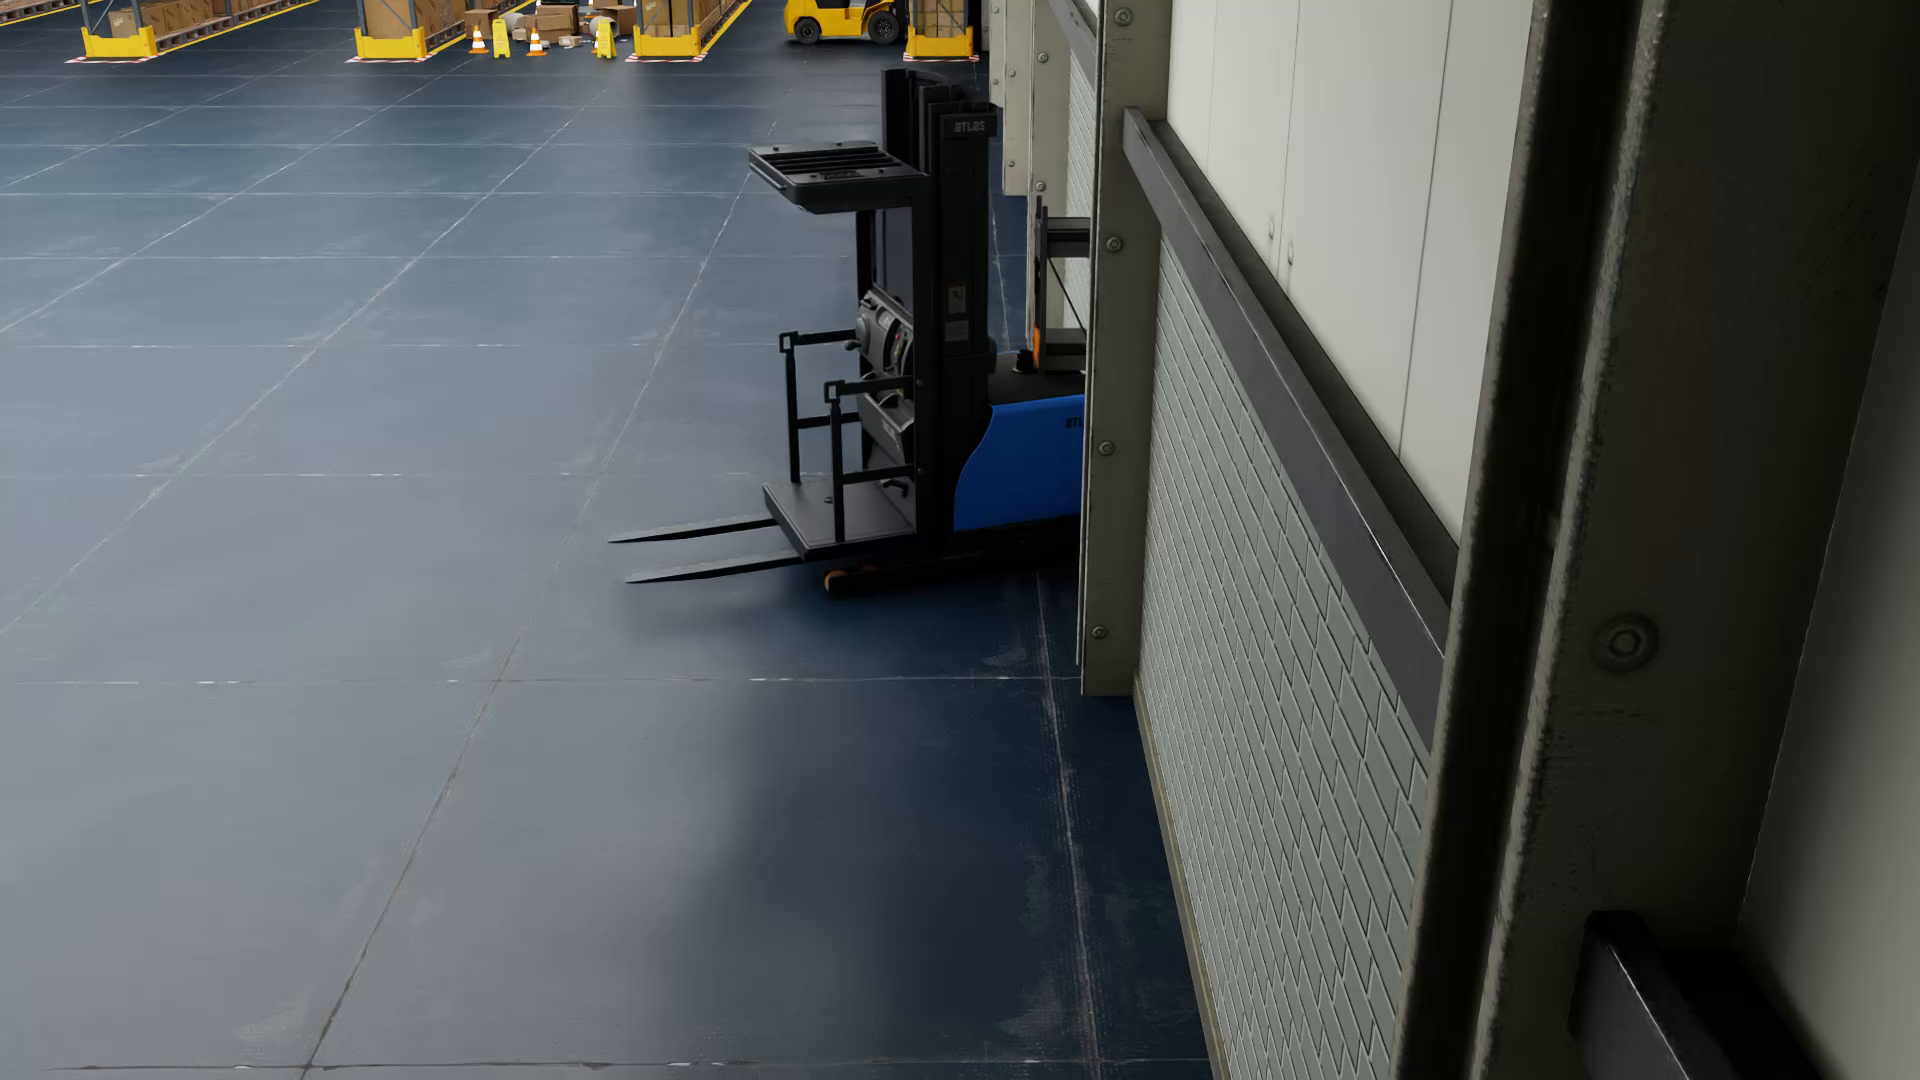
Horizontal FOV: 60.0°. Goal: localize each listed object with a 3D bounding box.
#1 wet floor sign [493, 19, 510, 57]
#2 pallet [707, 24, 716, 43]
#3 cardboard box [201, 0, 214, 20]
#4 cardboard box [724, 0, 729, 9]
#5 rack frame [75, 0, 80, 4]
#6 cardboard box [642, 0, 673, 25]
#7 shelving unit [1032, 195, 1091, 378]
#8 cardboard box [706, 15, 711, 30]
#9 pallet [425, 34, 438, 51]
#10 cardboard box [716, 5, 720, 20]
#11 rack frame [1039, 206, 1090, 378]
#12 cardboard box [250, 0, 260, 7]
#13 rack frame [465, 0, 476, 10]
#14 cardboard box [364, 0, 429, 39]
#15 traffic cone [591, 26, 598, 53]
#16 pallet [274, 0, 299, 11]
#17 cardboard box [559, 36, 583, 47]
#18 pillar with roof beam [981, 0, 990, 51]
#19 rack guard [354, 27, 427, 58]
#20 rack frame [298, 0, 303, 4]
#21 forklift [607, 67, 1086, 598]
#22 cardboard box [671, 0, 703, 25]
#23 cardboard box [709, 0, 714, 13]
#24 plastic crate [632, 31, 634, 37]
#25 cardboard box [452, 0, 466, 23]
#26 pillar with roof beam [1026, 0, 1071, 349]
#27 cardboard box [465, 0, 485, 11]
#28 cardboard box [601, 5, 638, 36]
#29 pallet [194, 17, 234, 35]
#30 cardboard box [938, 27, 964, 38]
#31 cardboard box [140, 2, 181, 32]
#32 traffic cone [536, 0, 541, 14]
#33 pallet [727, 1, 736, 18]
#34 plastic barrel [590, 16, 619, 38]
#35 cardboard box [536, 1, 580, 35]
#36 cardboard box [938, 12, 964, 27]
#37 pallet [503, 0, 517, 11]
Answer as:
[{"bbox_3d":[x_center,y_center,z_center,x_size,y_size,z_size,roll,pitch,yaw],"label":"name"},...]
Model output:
[{"bbox_3d":[-8.283,-9.051,29.978,0.267,0.644,0.232,-4,25,-10],"label":"wet floor sign"},{"bbox_3d":[-5.299,-9.787,32.134,1.003,0.211,1.213,0,24,-1],"label":"pallet"},{"bbox_3d":[-15.303,-10.681,33.251,0.500,0.500,0.500,-1,24,-2],"label":"cardboard box"},{"bbox_3d":[-5.377,-11.345,34.873,0.950,0.372,0.625,1,24,3],"label":"cardboard box"},{"bbox_3d":[-20.263,-13.420,36.782,1.000,3.000,0.127,0,24,-1],"label":"rack frame"},{"bbox_3d":[-5.584,-9.799,30.694,0.500,0.500,0.500,0,24,0],"label":"cardboard box"},{"bbox_3d":[0.687,-1.091,10.553,0.431,2.100,0.503,-1,19,-1],"label":"shelving unit"},{"bbox_3d":[-5.063,-9.897,31.821,0.500,0.250,0.500,1,24,3],"label":"cardboard box"},{"bbox_3d":[-10.350,-9.185,30.802,1.003,0.211,1.213,0,24,-1],"label":"pallet"},{"bbox_3d":[-5.083,-10.535,33.229,0.500,0.250,0.500,1,24,2],"label":"cardboard box"},{"bbox_3d":[0.693,-1.012,10.322,0.400,2.100,0.015,-1,19,-1],"label":"rack frame"},{"bbox_3d":[-15.245,-11.536,35.115,0.700,0.500,0.500,-2,24,-5],"label":"cardboard box"},{"bbox_3d":[-10.306,-11.775,33.144,1.000,3.000,0.127,0,24,-1],"label":"rack frame"},{"bbox_3d":[-10.336,-9.629,30.468,0.875,0.875,0.875,0,24,0],"label":"cardboard box"},{"bbox_3d":[-6.609,-9.206,30.543,0.336,0.463,0.334,0,24,-1],"label":"traffic cone"},{"bbox_3d":[-15.304,-11.850,36.694,1.003,0.211,1.213,0,24,-1],"label":"pallet"},{"bbox_3d":[-7.348,-9.422,31.402,0.380,0.149,0.250,13,27,27],"label":"cardboard box"},{"bbox_3d":[-3.762,-13.219,29.058,9.100,9.000,0.400,0,24,-1],"label":"pillar with roof beam"},{"bbox_3d":[-10.262,-8.977,29.993,1.175,0.500,0.348,0,24,-1],"label":"rack guard"},{"bbox_3d":[-15.311,-13.442,36.831,1.000,3.000,0.127,0,24,-1],"label":"rack frame"},{"bbox_3d":[-0.640,-1.232,9.918,3.031,2.935,1.130,-9,26,-19],"label":"forklift"},{"bbox_3d":[-5.047,-9.814,30.726,0.500,0.500,0.500,-1,24,-2],"label":"cardboard box"},{"bbox_3d":[-5.069,-10.456,32.146,0.500,0.500,0.500,1,24,2],"label":"cardboard box"},{"bbox_3d":[-6.161,-9.858,32.448,0.402,0.080,0.583,-9,26,-19],"label":"plastic crate"},{"bbox_3d":[-10.369,-10.738,32.922,0.875,0.875,0.875,0,24,0],"label":"cardboard box"},{"bbox_3d":[-3.565,-5.802,12.658,9.100,9.000,0.400,0,24,-1],"label":"pillar with roof beam"},{"bbox_3d":[-10.403,-11.196,34.086,1.050,0.750,0.750,0,24,-1],"label":"cardboard box"},{"bbox_3d":[-6.707,-10.253,32.810,0.500,0.500,0.500,19,30,35],"label":"cardboard box"},{"bbox_3d":[-15.224,-10.247,33.150,1.003,0.211,1.213,0,24,-1],"label":"pallet"},{"bbox_3d":[-0.161,-9.356,30.623,0.500,0.250,0.500,0,24,0],"label":"cardboard box"},{"bbox_3d":[-15.242,-9.960,31.655,0.500,0.500,0.500,2,24,4],"label":"cardboard box"},{"bbox_3d":[-8.811,-11.178,34.904,0.336,0.463,0.334,0,24,-1],"label":"traffic cone"},{"bbox_3d":[-5.384,-11.393,35.684,1.003,0.211,1.213,0,24,-1],"label":"pallet"},{"bbox_3d":[-6.851,-9.861,32.039,0.512,0.421,0.421,19,30,35],"label":"plastic barrel"},{"bbox_3d":[-7.883,-10.212,32.554,0.797,0.637,0.503,0,24,-1],"label":"cardboard box"},{"bbox_3d":[-0.148,-9.575,30.501,0.500,0.250,0.500,0,24,0],"label":"cardboard box"},{"bbox_3d":[-10.417,-11.827,36.644,1.003,0.211,1.213,0,24,-1],"label":"pallet"}]
